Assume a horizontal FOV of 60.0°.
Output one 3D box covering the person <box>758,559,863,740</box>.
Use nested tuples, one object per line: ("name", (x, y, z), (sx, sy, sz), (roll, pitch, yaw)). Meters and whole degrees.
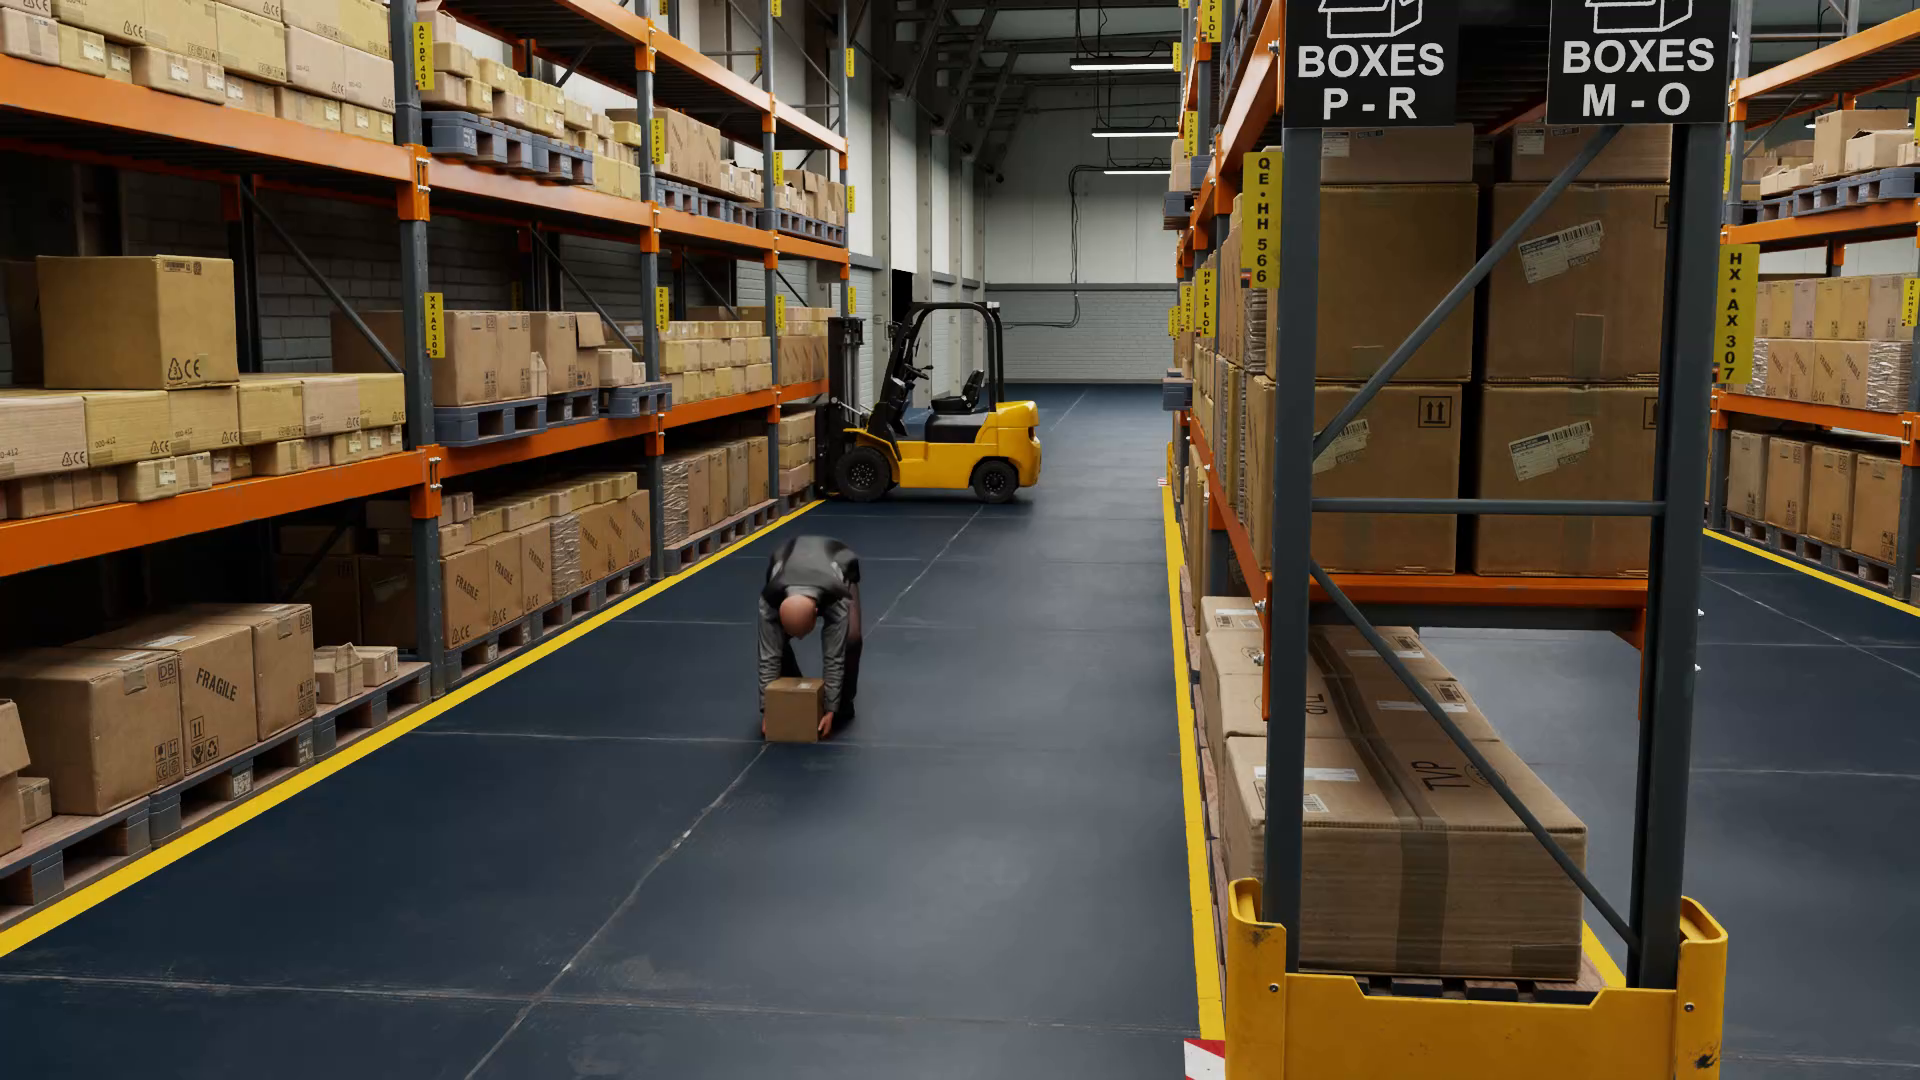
("person", (-0.735, 0.482, 8.152), (0.519, 0.849, 0.933), (1, 8, 4))
